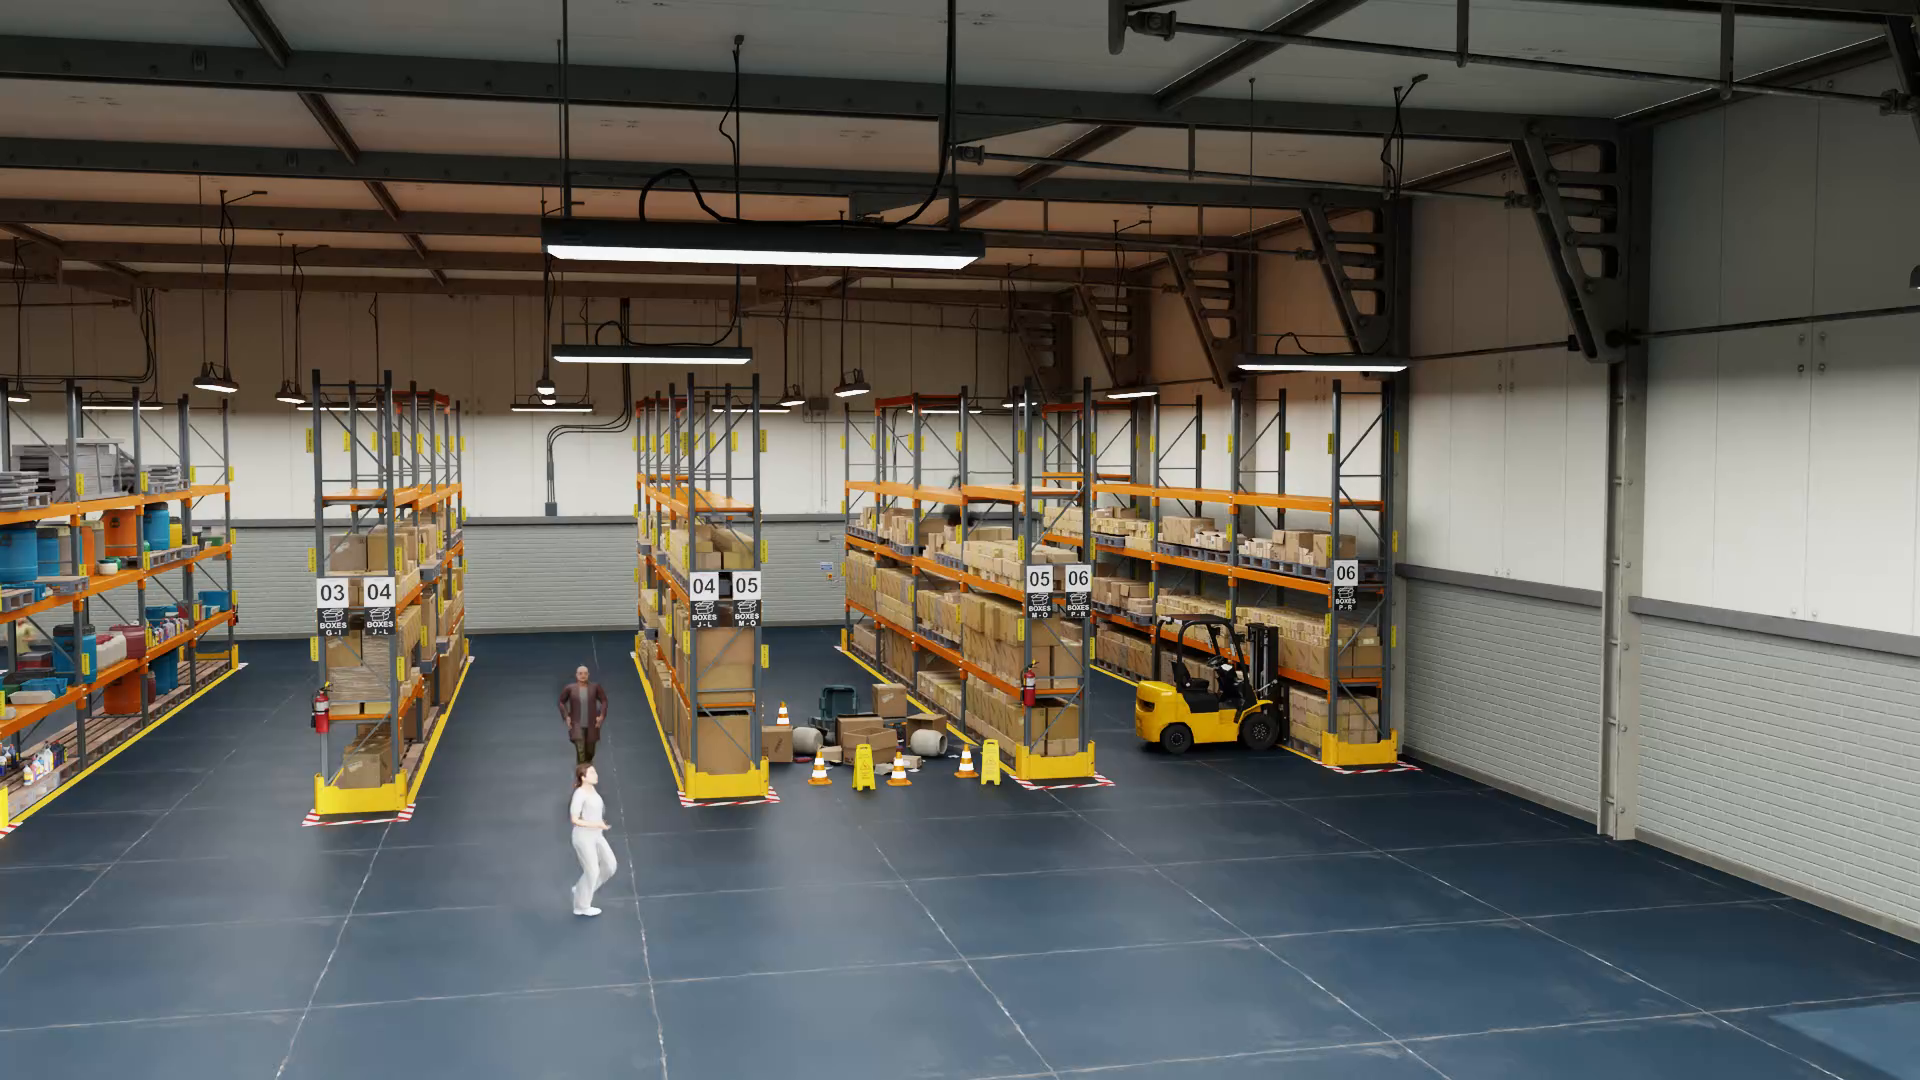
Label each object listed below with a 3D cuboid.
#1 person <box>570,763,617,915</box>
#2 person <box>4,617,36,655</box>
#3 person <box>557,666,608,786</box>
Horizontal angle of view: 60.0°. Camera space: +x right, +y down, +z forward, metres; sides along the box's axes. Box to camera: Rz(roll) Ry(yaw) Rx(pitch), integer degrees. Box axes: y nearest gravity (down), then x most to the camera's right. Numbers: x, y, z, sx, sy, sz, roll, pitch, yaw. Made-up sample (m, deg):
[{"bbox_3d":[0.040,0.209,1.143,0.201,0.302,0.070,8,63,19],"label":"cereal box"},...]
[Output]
[{"bbox_3d":[-3.886,3.167,17.626,0.540,1.628,0.576,1,3,15],"label":"person"},{"bbox_3d":[-18.584,2.263,32.884,0.566,1.720,0.849,-1,4,-24],"label":"person"},{"bbox_3d":[-5.560,2.724,24.519,0.730,1.755,0.817,-1,4,-20],"label":"person"}]
